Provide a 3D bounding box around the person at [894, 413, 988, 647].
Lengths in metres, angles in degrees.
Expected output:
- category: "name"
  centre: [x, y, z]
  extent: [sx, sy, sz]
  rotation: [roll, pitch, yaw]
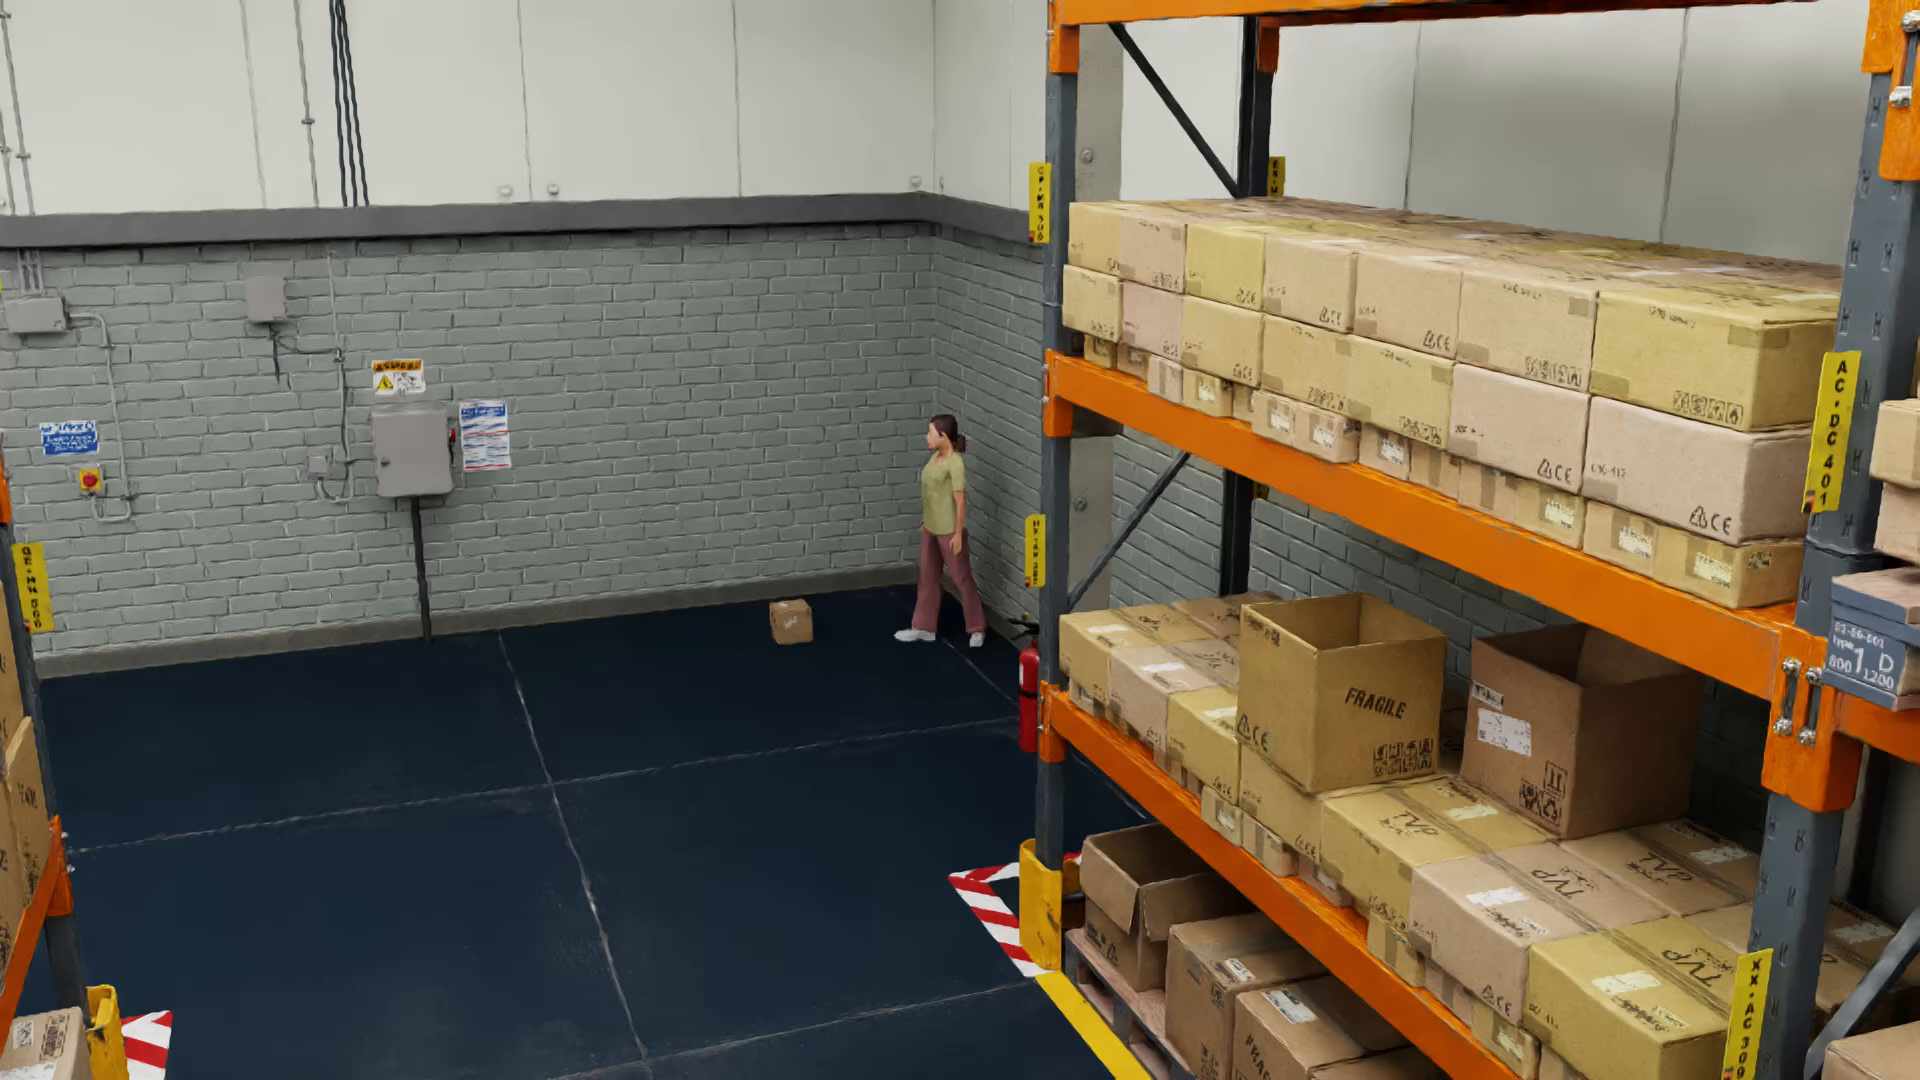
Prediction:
- category: "person"
  centre: [-0.138, -0.077, 11.785]
  extent: [0.621, 1.667, 0.661]
  rotation: [-8, 18, -26]
